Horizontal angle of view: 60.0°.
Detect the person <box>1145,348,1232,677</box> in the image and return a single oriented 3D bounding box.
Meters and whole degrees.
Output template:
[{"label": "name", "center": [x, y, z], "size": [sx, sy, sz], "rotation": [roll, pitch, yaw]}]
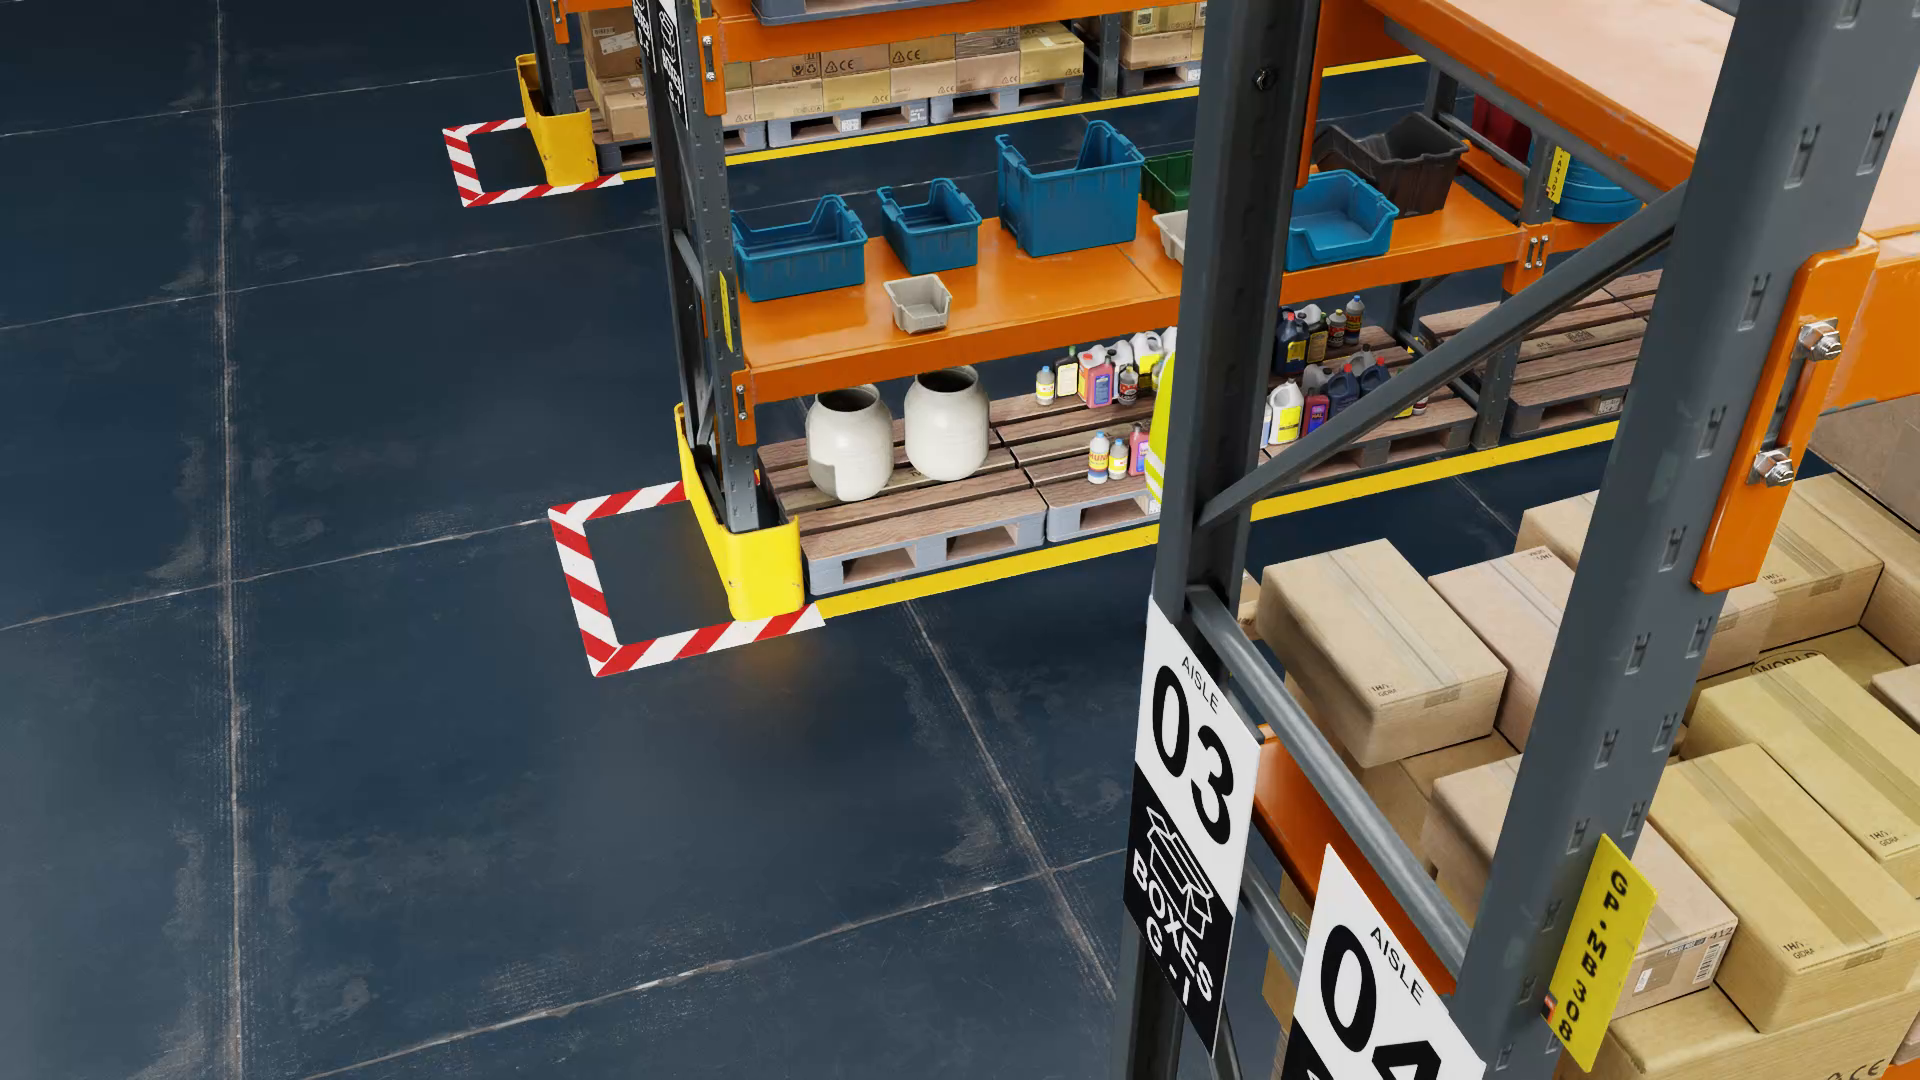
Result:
[{"label": "person", "center": [1.030, -0.225, 7.062], "size": [0.459, 1.761, 0.627], "rotation": [-13, 39, -16]}]
